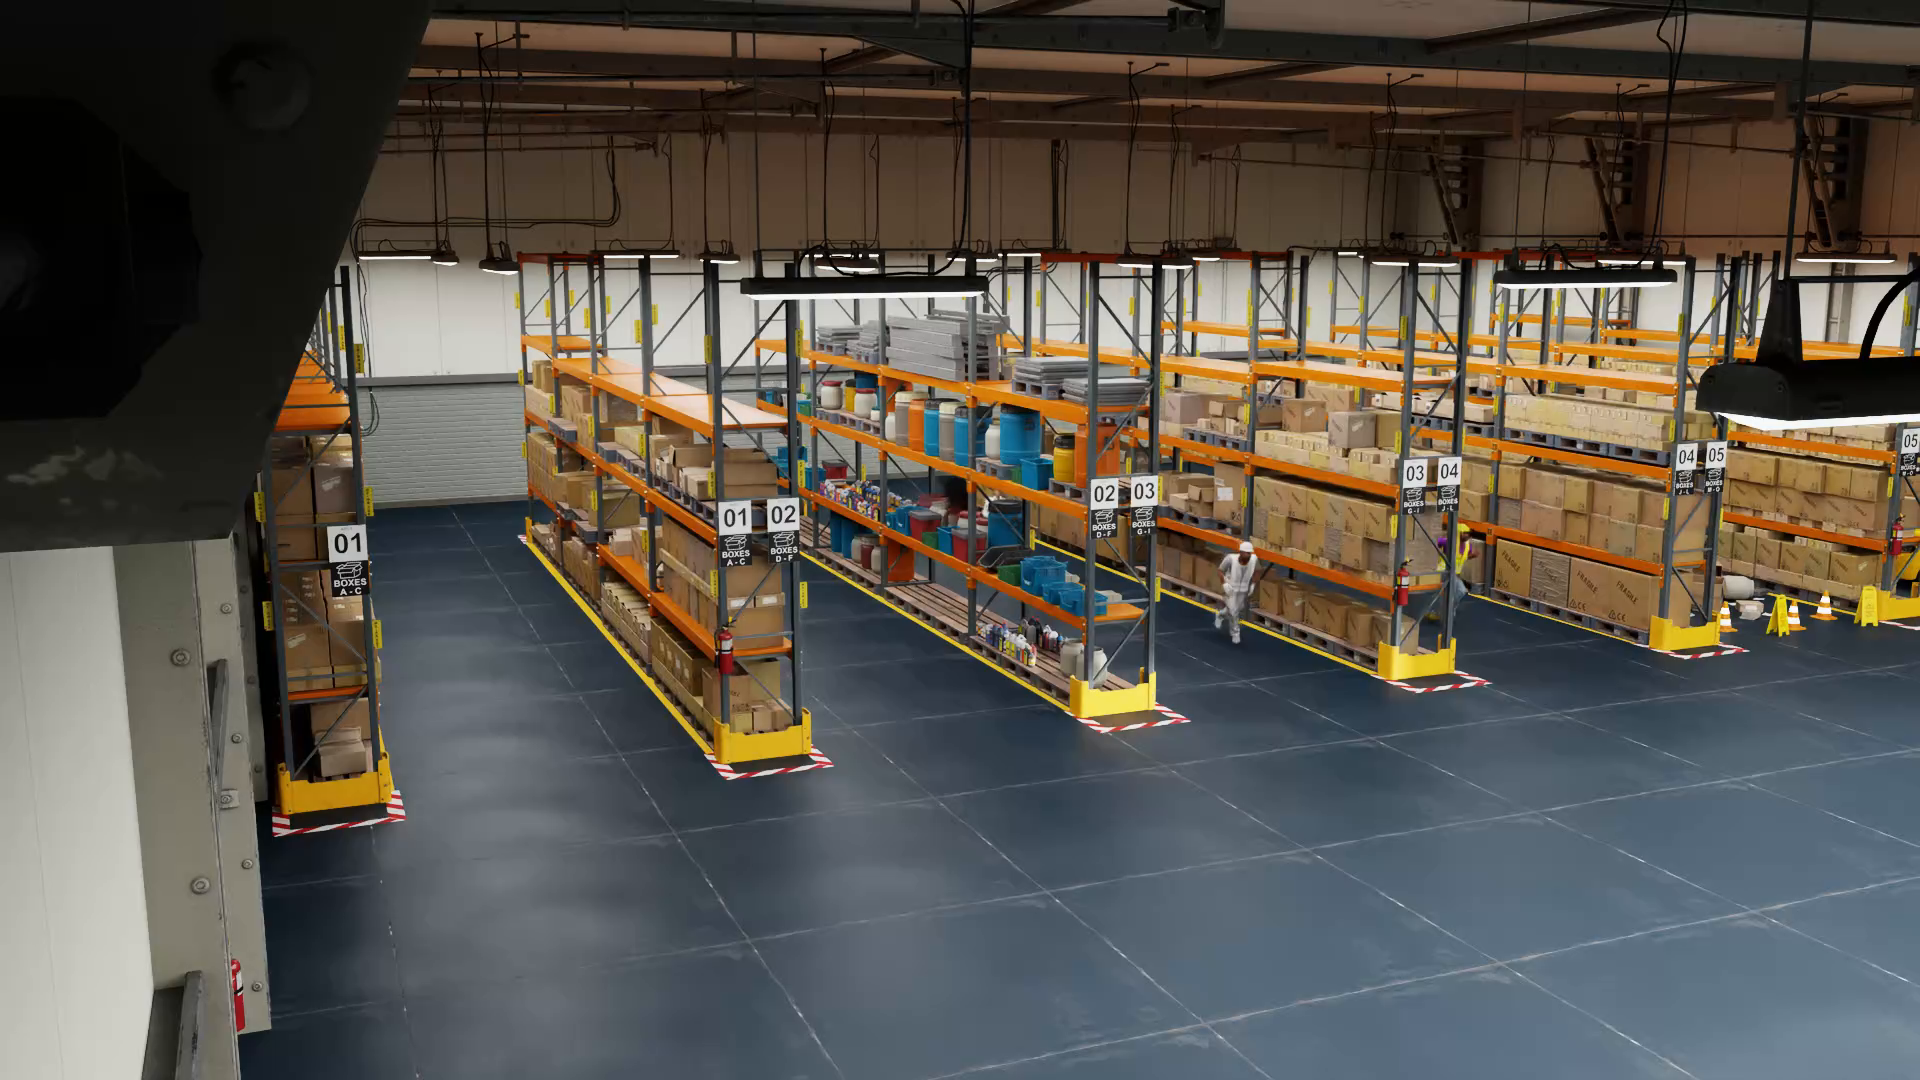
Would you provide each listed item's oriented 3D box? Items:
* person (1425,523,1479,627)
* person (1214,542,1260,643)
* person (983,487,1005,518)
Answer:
[{"bbox_3d":[8.022,0.551,27.233,0.684,1.721,0.920,-9,13,-39],"label":"person"},{"bbox_3d":[4.299,0.765,26.046,0.687,1.627,1.052,-3,11,-16],"label":"person"},{"bbox_3d":[0.737,-0.319,31.933,0.625,1.572,0.818,-6,12,-30],"label":"person"}]
